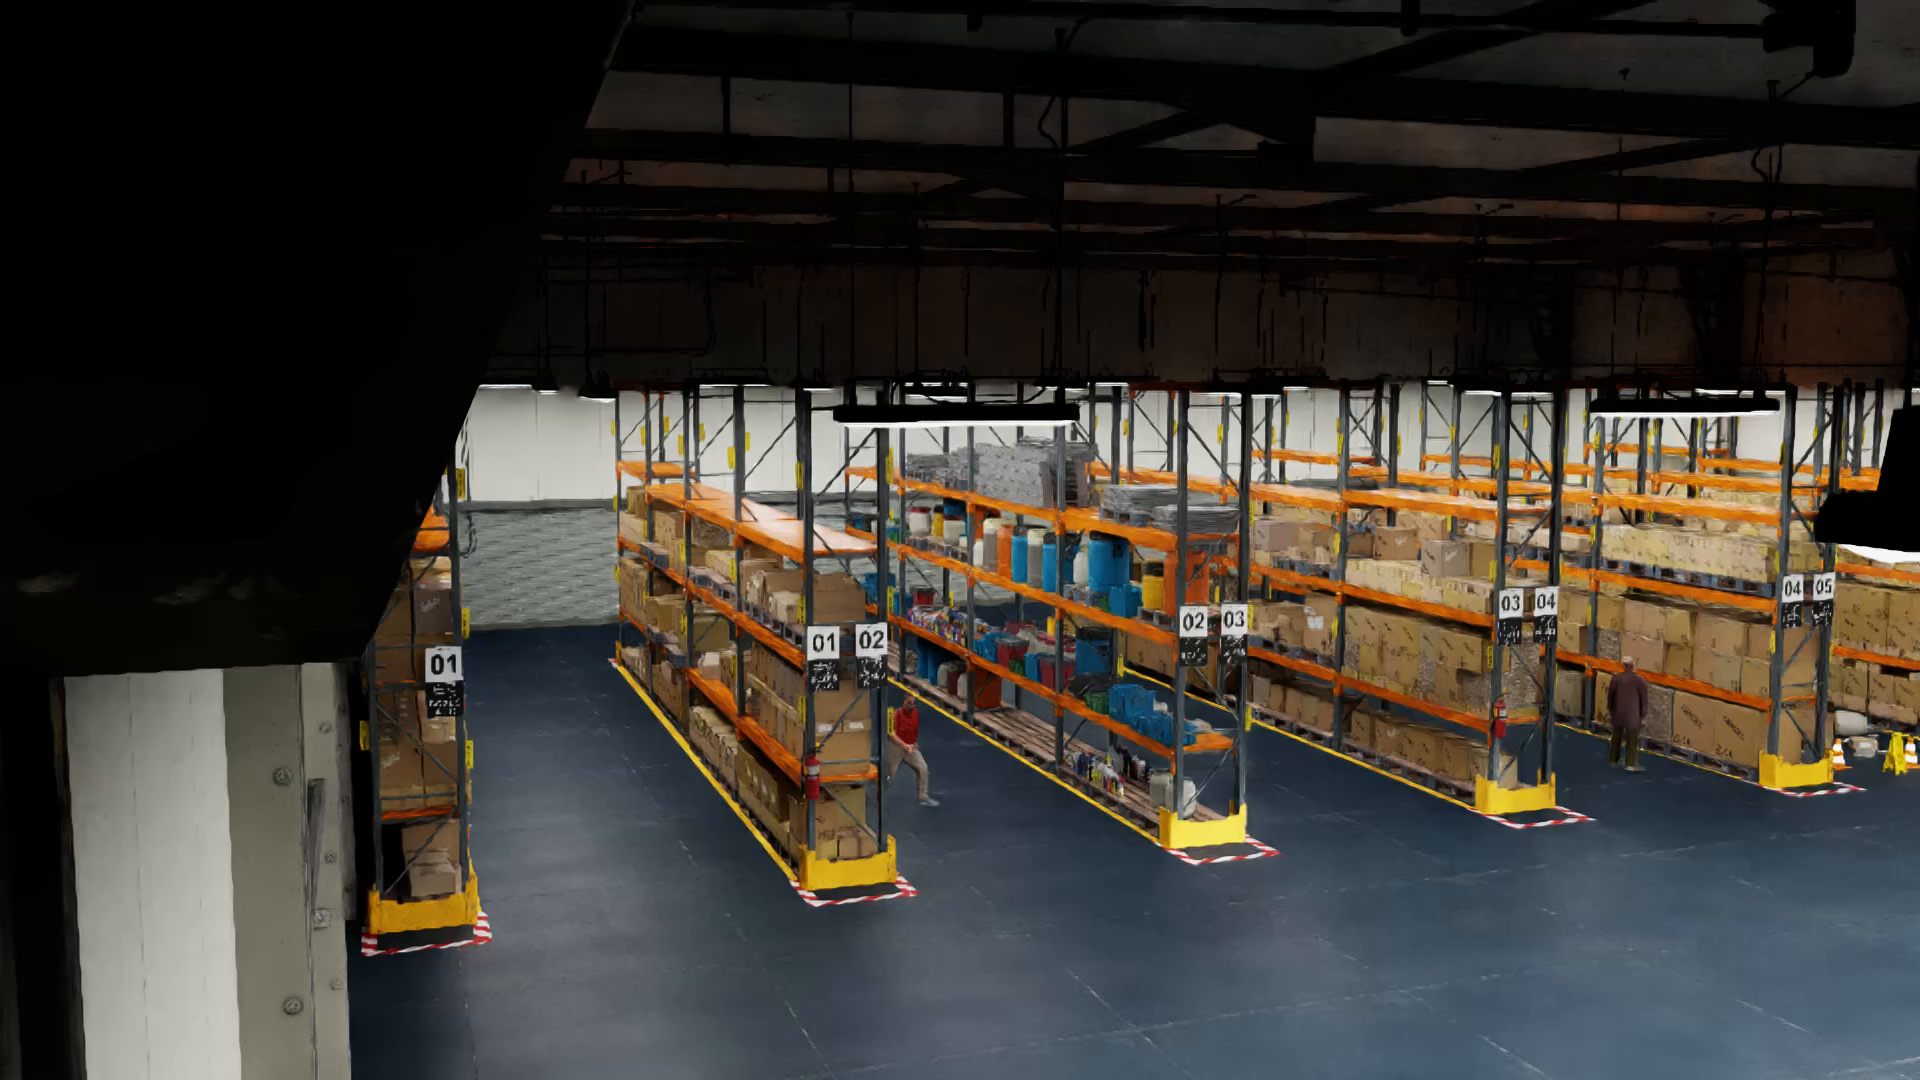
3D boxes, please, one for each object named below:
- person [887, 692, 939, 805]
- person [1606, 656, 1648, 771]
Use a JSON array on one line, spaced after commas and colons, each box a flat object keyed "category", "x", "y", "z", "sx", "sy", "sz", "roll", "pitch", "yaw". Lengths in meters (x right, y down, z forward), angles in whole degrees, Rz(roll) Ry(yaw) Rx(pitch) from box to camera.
[{"category": "person", "x": -0.795, "y": 2.982, "z": 23.816, "sx": 0.706, "sy": 1.666, "sz": 0.827, "roll": -5, "pitch": 8, "yaw": -38}, {"category": "person", "x": 10.421, "y": 2.688, "z": 25.951, "sx": 0.640, "sy": 1.788, "sz": 0.504, "roll": 5, "pitch": 8, "yaw": 40}]
